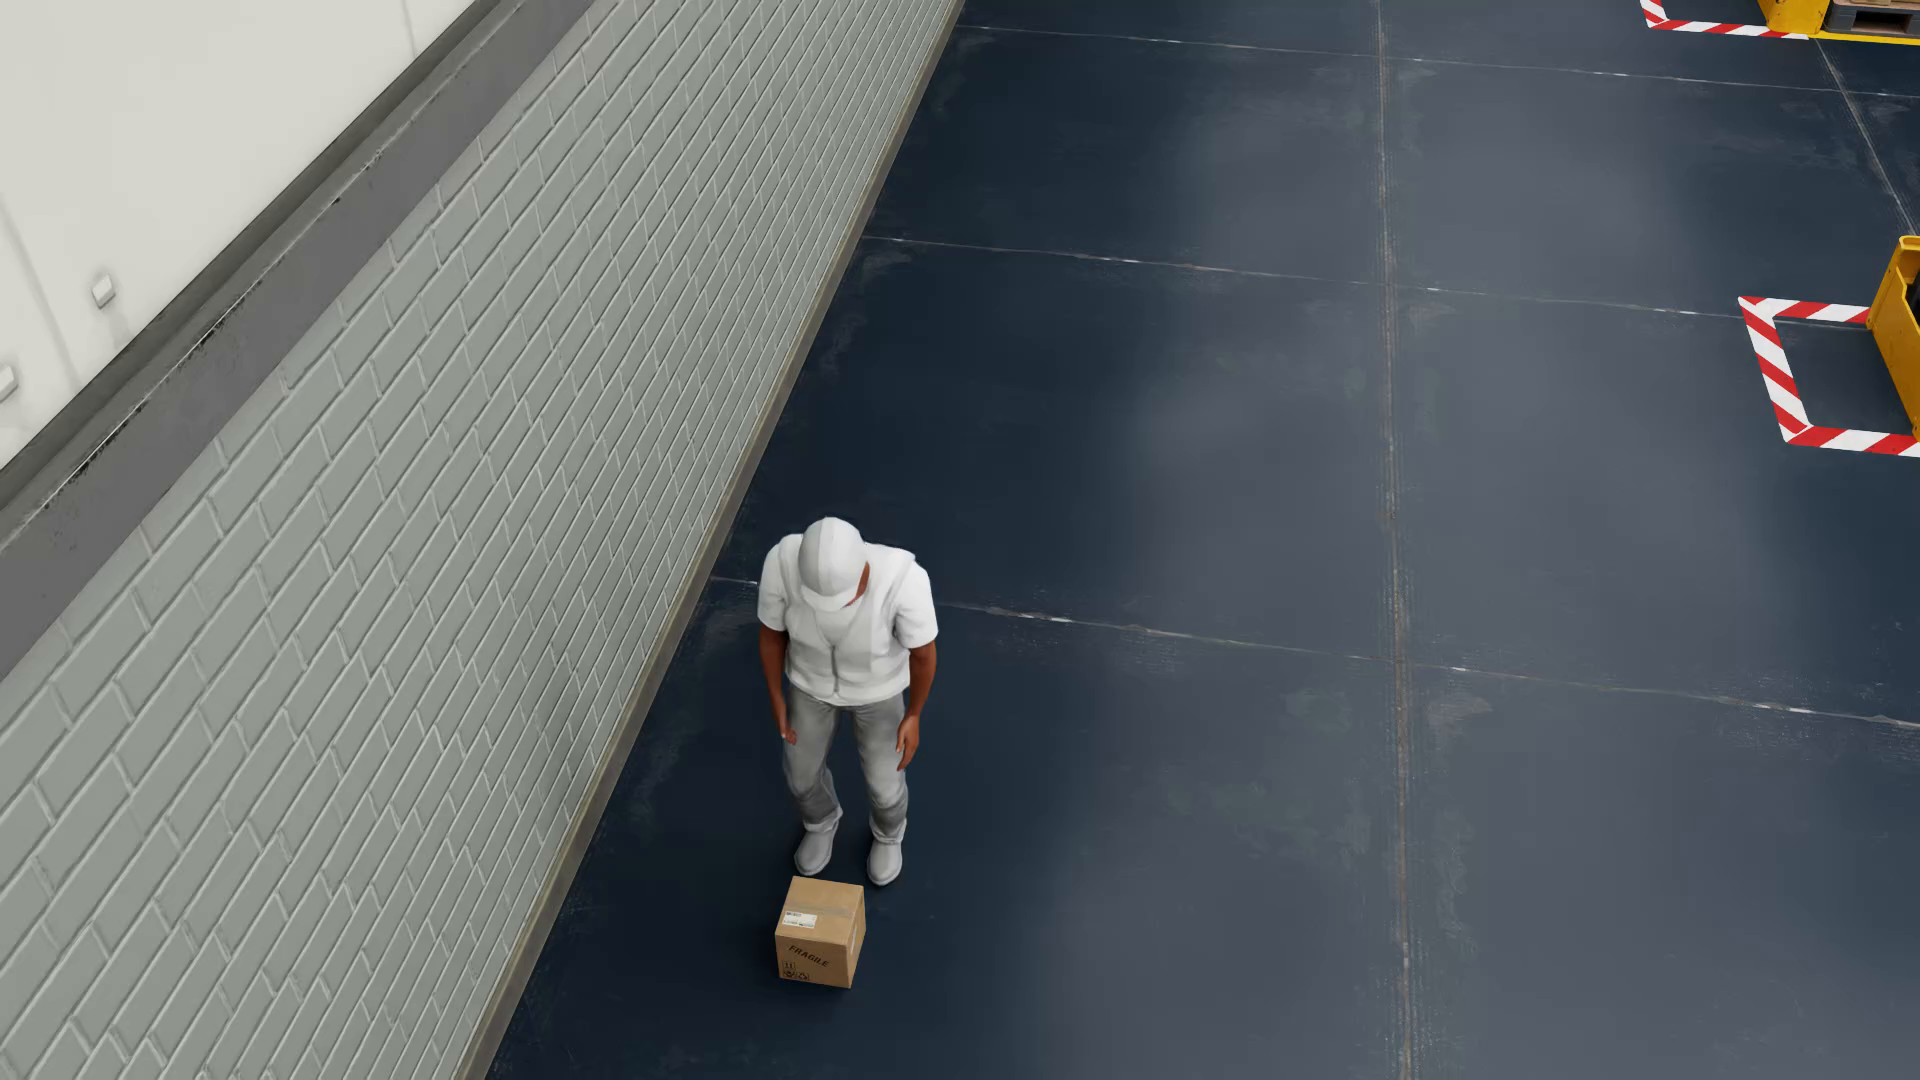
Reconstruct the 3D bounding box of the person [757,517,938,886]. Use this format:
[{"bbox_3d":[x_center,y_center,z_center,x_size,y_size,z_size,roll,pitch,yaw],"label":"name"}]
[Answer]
[{"bbox_3d":[-0.370,0.521,5.591,0.602,1.682,0.511,7,41,9],"label":"person"}]
